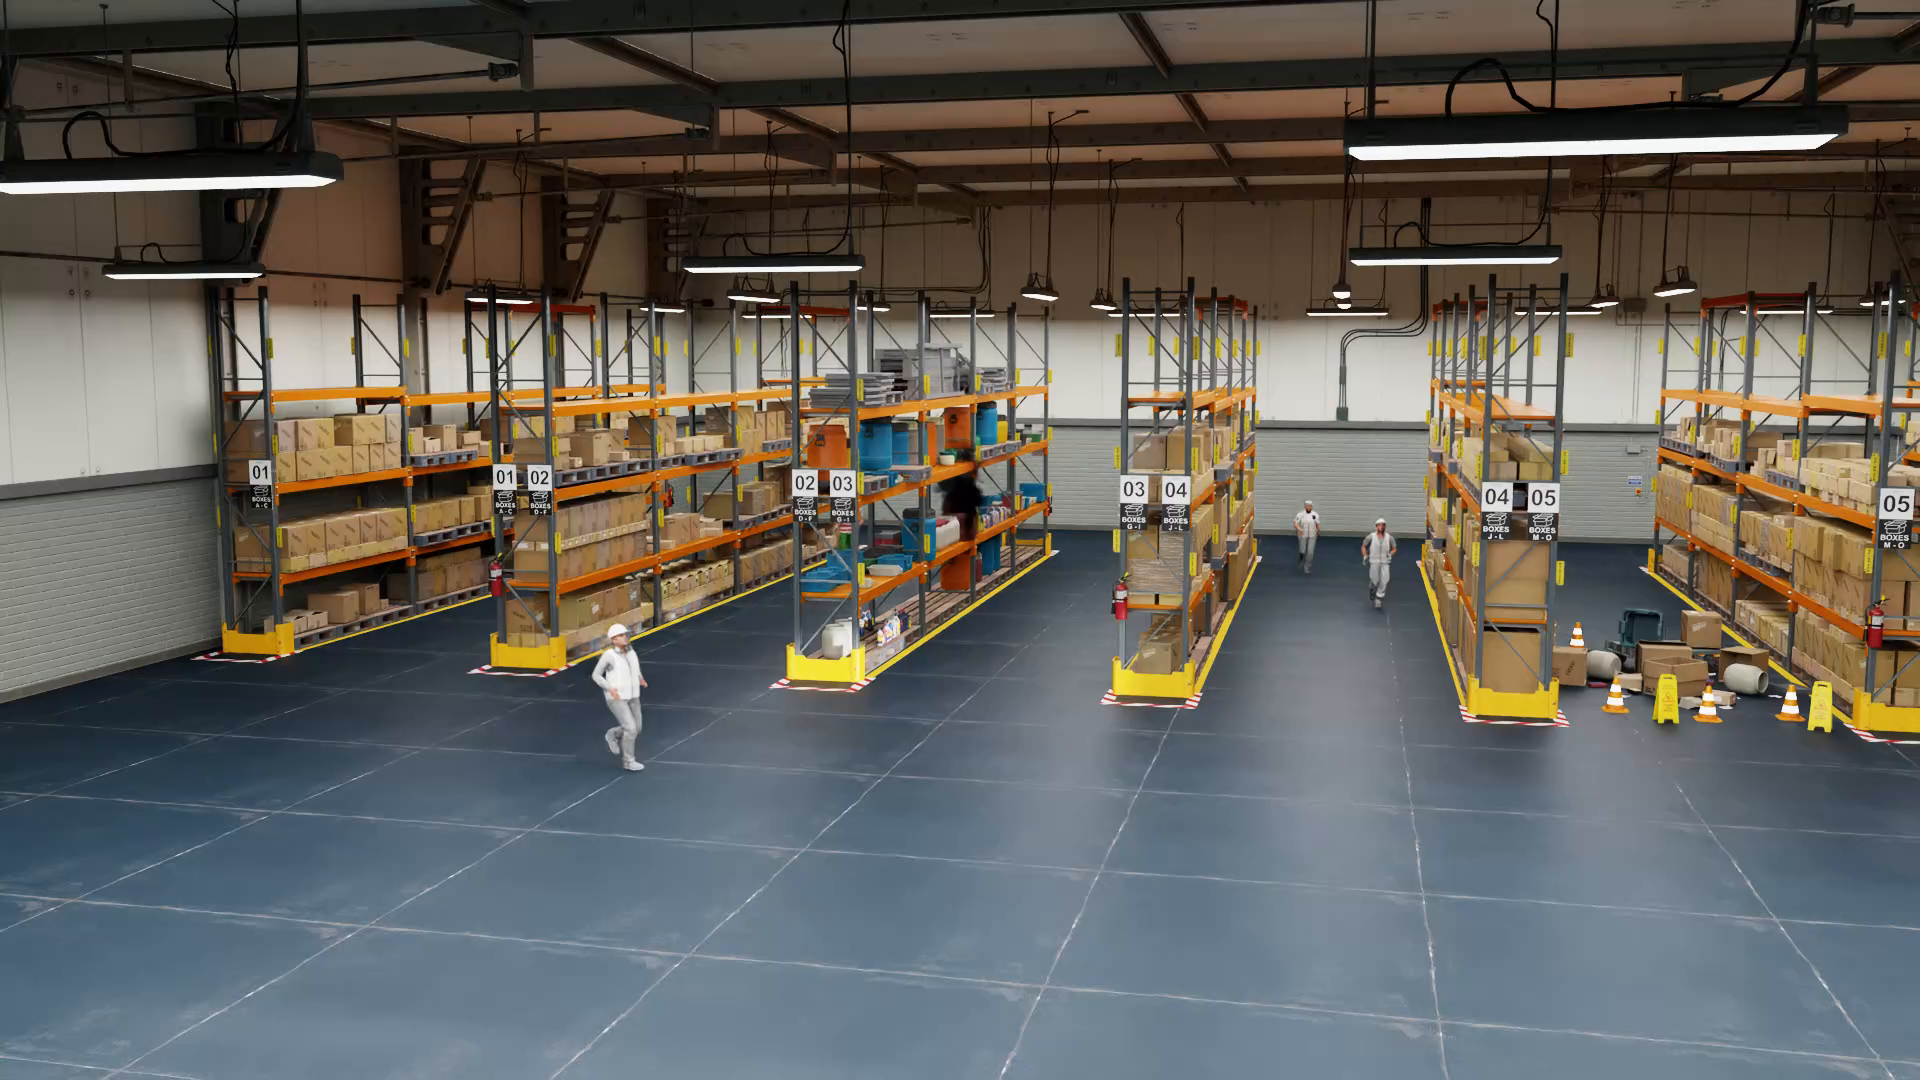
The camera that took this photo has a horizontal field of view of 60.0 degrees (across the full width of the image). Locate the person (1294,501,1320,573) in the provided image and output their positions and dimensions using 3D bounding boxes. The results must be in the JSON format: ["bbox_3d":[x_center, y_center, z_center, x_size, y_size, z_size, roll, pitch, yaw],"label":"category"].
[{"bbox_3d":[7.771,-0.074,37.192,0.583,1.619,0.537,0,7,4],"label":"person"}]

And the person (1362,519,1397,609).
[{"bbox_3d":[8.101,0.455,32.097,0.657,1.735,0.594,1,7,6],"label":"person"}]

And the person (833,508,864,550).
[{"bbox_3d":[-2.322,-0.128,34.578,0.651,1.756,0.562,0,7,0],"label":"person"}]

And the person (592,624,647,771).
[{"bbox_3d":[-4.062,1.865,19.888,0.753,1.732,0.666,5,8,36],"label":"person"}]
